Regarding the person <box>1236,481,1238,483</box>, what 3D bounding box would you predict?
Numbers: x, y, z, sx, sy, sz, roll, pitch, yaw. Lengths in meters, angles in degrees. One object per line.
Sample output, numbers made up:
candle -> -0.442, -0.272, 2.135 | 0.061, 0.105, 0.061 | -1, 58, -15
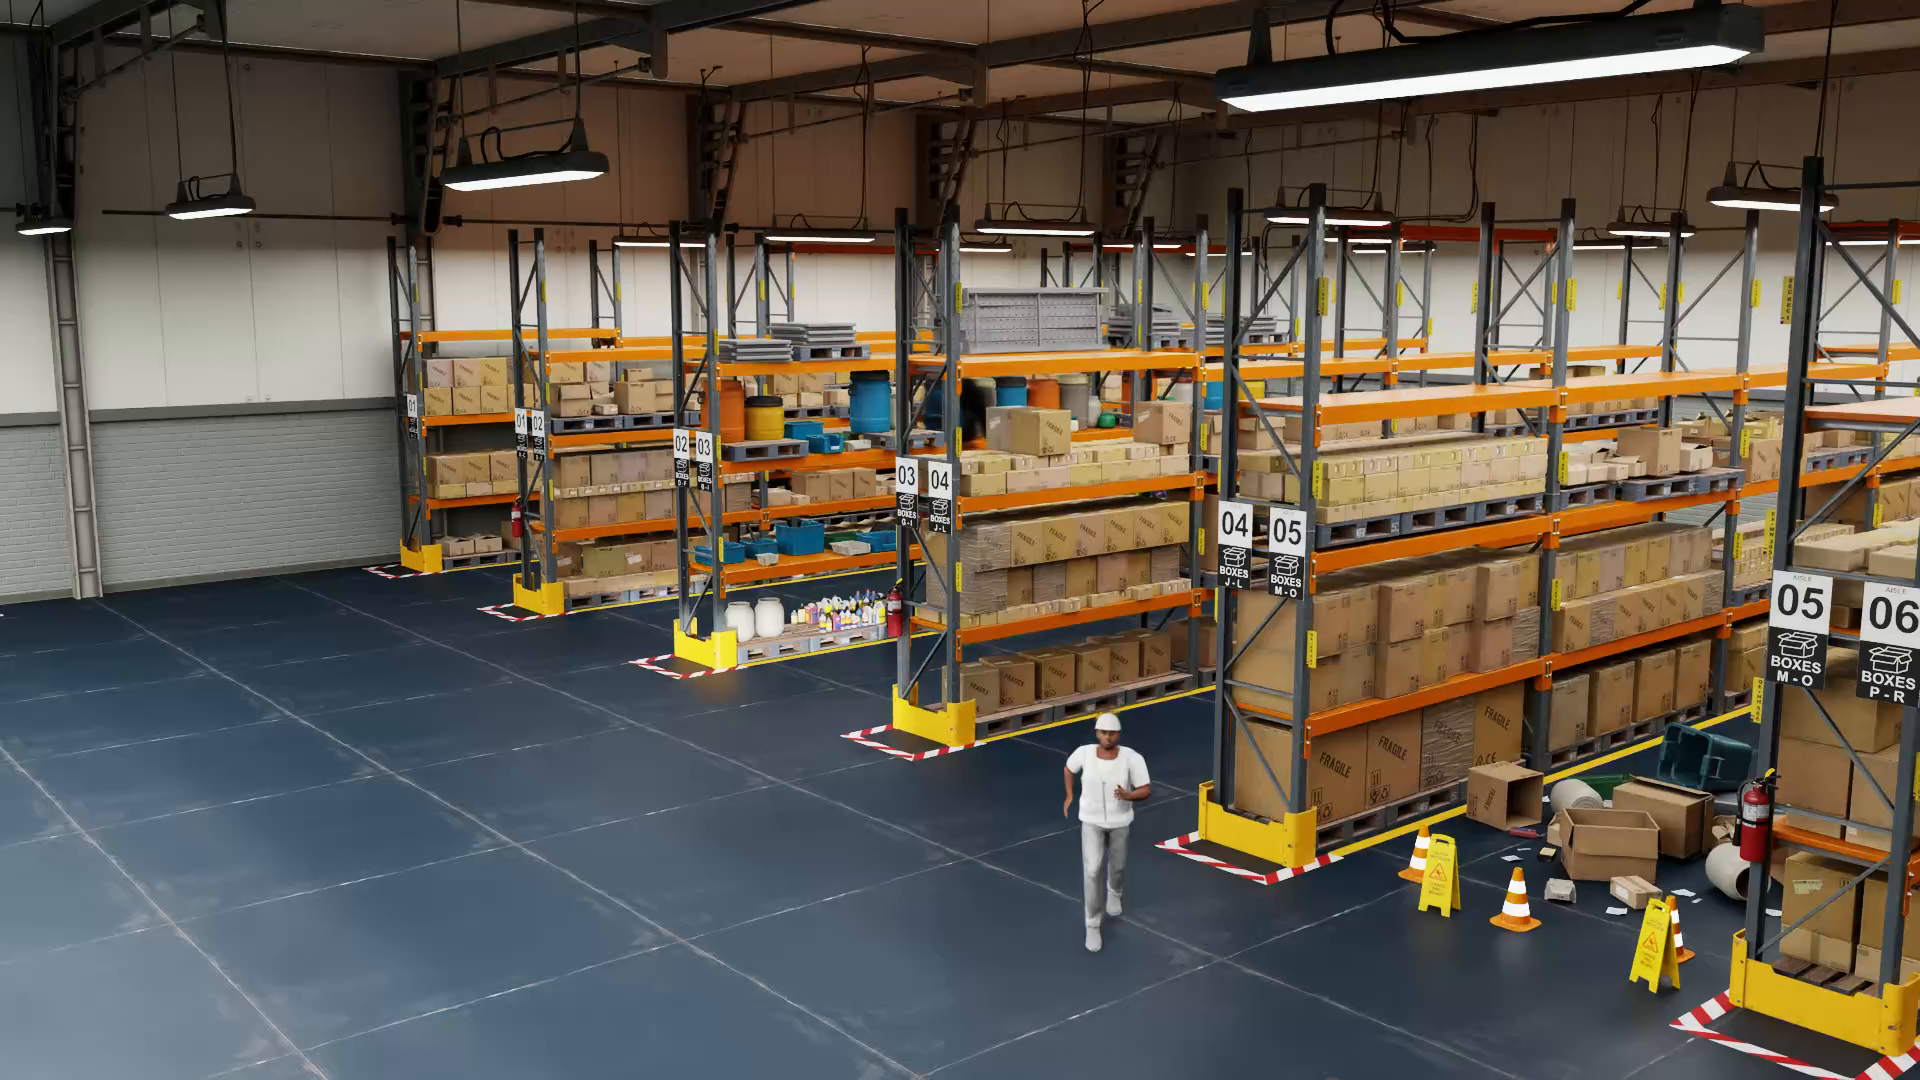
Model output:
person -> 5.761, -0.981, 34.493 | 0.695, 1.798, 0.713 | 7, 11, 37

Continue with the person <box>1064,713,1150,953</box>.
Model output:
person -> 1.165, 2.256, 13.240 | 0.687, 1.797, 0.903 | 1, 9, 4
